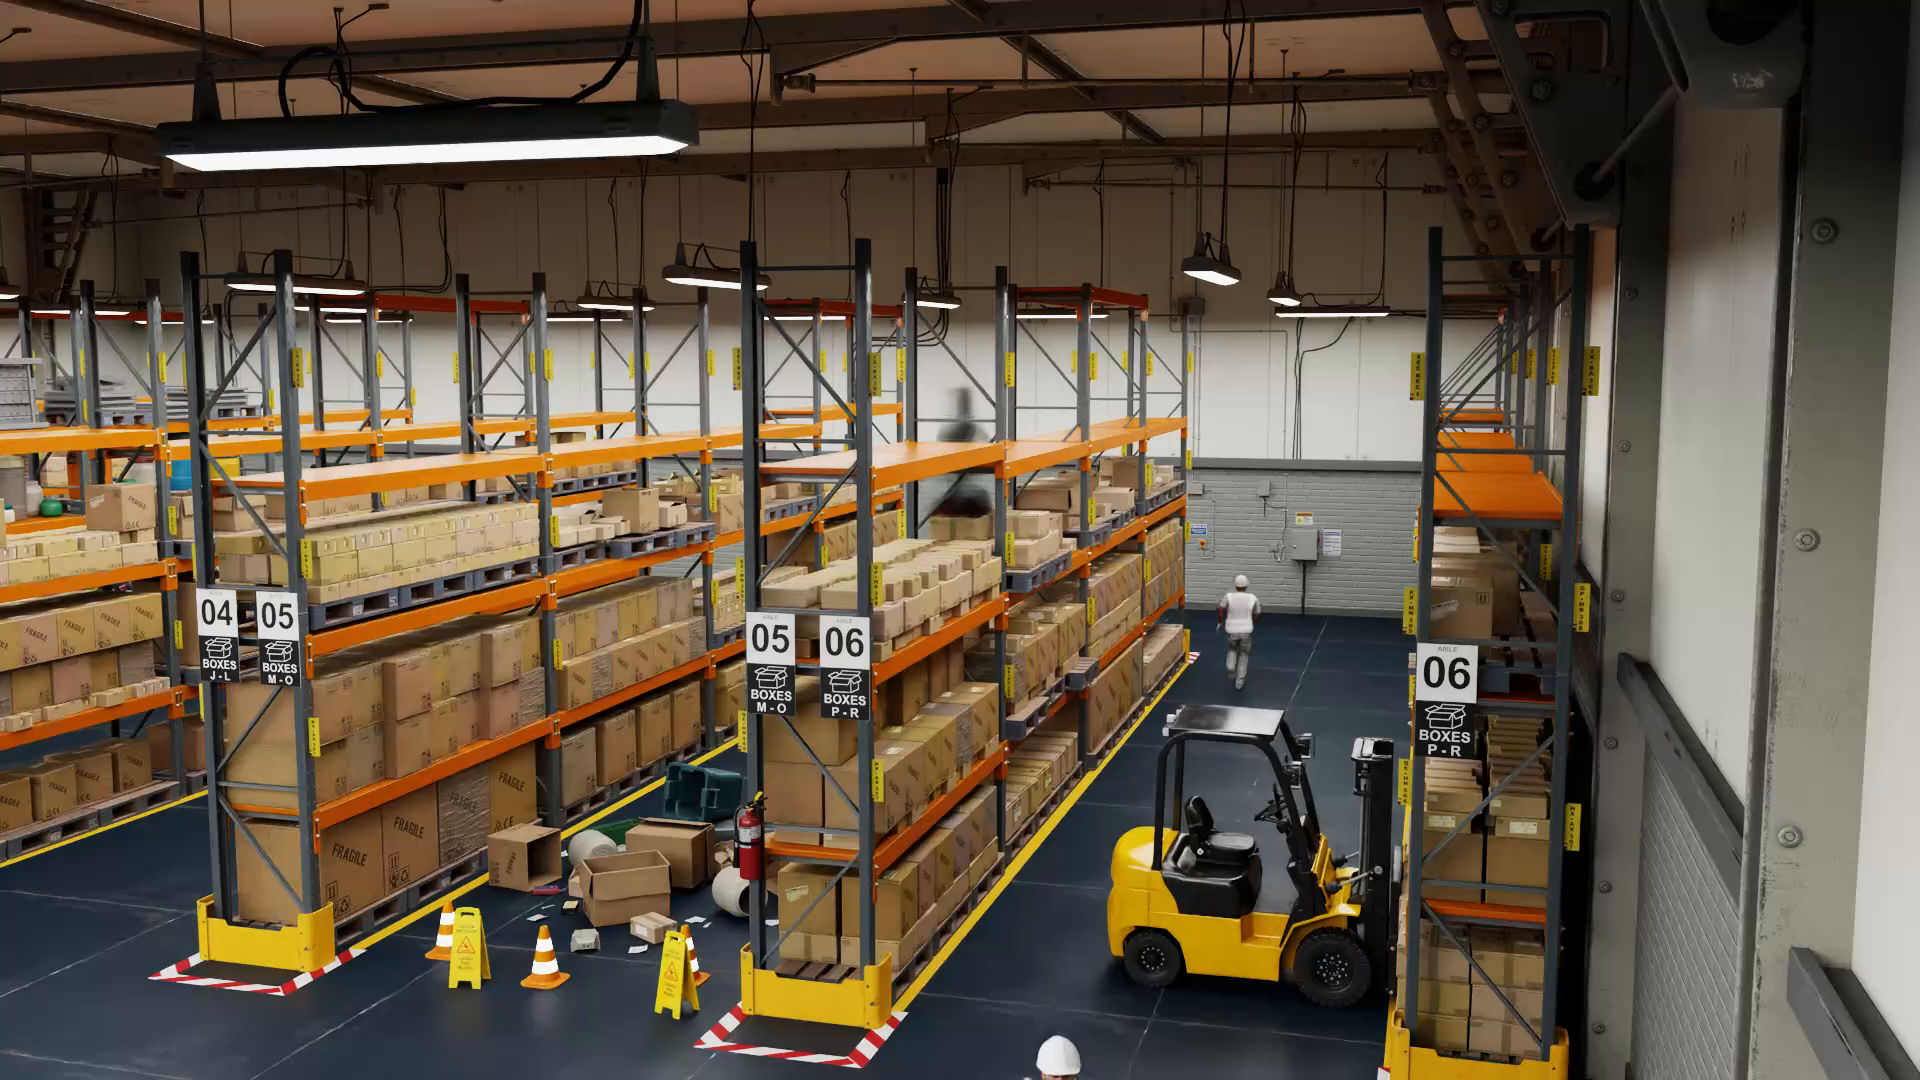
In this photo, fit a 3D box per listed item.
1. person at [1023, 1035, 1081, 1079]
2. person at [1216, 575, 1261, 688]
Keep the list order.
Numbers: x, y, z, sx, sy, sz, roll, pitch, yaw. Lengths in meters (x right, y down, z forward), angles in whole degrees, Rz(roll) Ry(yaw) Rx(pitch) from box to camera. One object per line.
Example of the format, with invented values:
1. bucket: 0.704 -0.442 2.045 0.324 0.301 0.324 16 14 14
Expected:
1. person: 0.474 3.340 8.568 0.658 1.783 0.951 0 6 -3
2. person: 4.333 1.401 25.885 0.677 1.731 0.671 1 7 10
